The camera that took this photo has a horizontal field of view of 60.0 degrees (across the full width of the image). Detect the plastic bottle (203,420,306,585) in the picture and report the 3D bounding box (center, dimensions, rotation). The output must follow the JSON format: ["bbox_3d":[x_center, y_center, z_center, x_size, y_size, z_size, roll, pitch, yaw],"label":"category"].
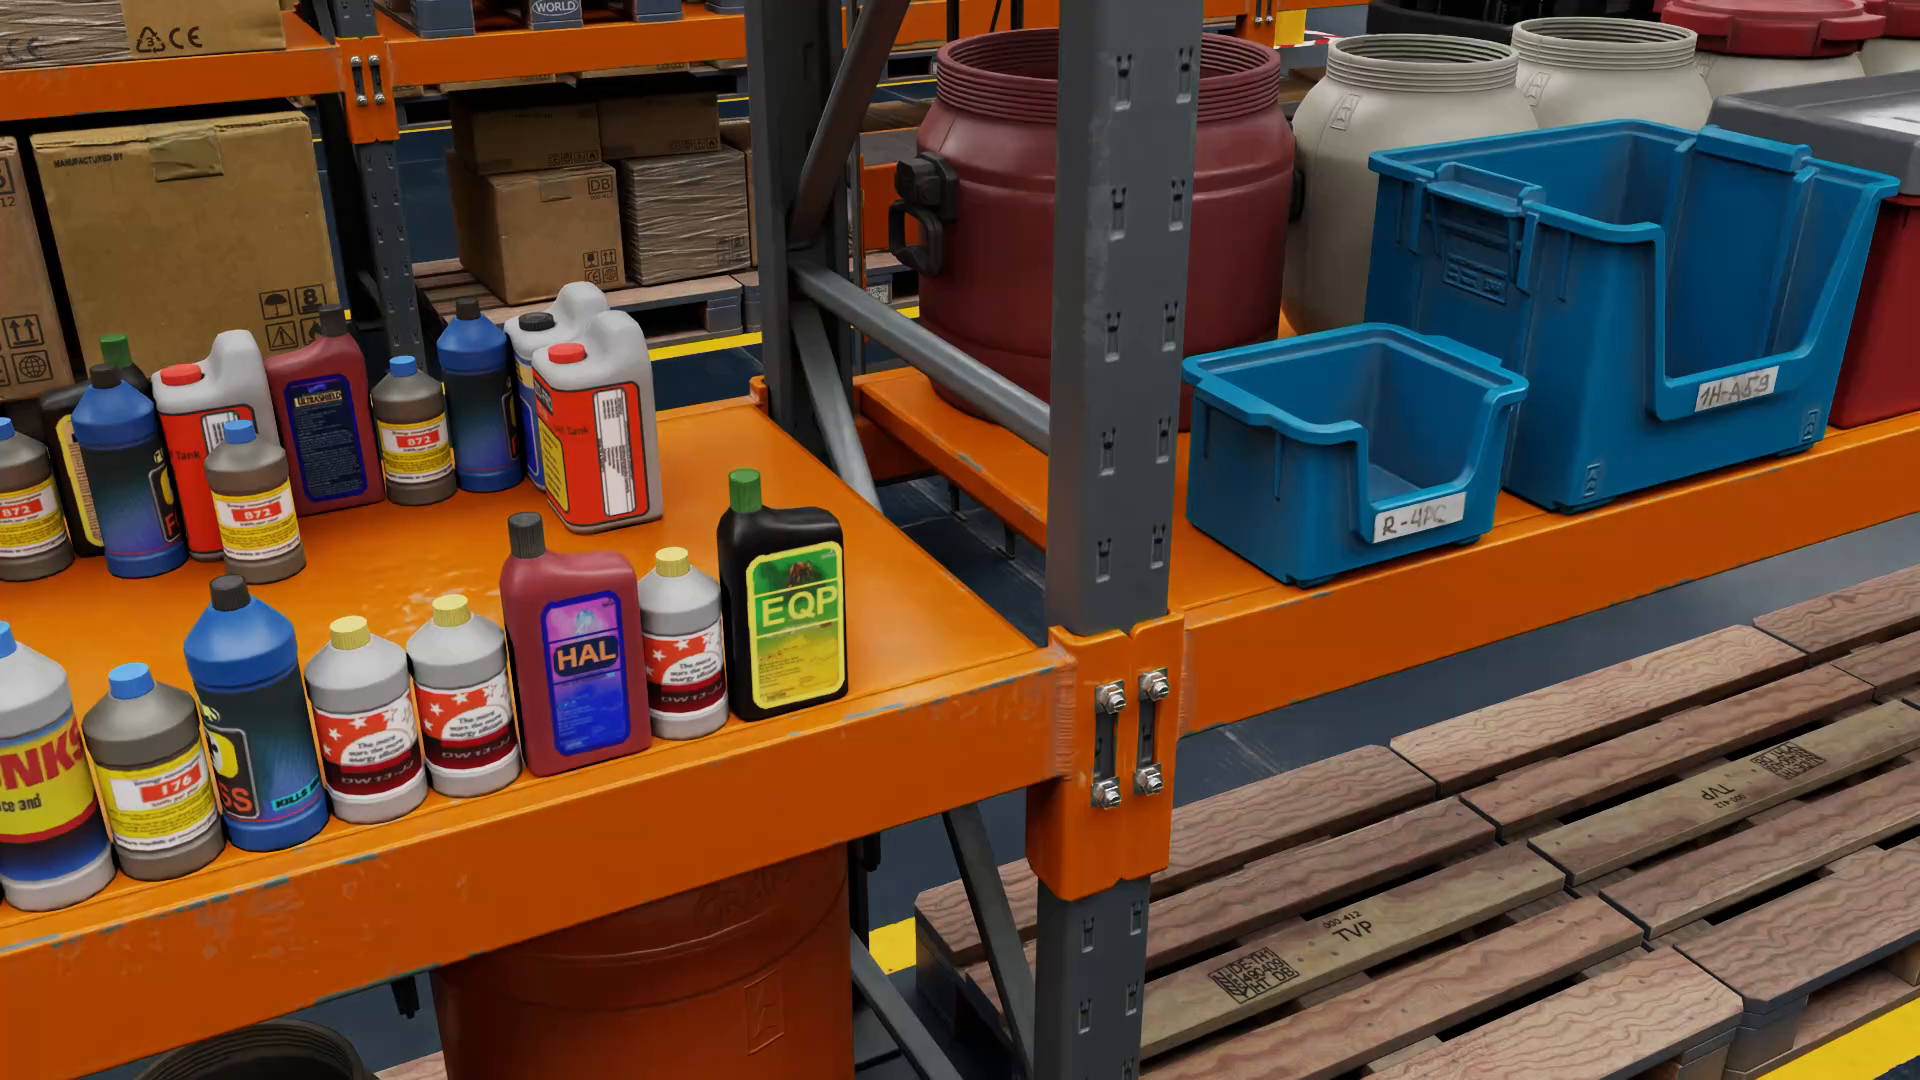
[{"bbox_3d":[-0.904,-0.054,2.126,0.097,0.201,0.097,0,26,0],"label":"plastic bottle"}]

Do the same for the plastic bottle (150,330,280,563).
[{"bbox_3d":[-0.979,-0.131,2.201,0.135,0.276,0.152,-13,29,-25],"label":"plastic bottle"}]

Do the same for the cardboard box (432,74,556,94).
[{"bbox_3d":[-3.263,-3.497,11.181,0.750,0.750,1.050,-13,28,-24],"label":"cardboard box"}]

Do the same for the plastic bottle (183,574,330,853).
[{"bbox_3d":[-0.679,0.160,1.599,0.097,0.271,0.097,0,26,0],"label":"plastic bottle"}]

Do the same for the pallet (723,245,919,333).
[{"bbox_3d":[-0.602,-1.286,7.684,1.213,0.211,1.003,-13,29,-25],"label":"pallet"}]

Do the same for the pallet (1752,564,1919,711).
[{"bbox_3d":[2.818,0.371,4.233,1.213,0.211,1.003,-13,29,-25],"label":"pallet"}]

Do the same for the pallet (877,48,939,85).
[{"bbox_3d":[-0.375,-3.735,12.785,1.213,0.211,1.003,-13,29,-25],"label":"pallet"}]

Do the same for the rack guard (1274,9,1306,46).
[{"bbox_3d":[2.468,-4.560,14.170,0.348,0.500,1.175,-13,29,-25],"label":"rack guard"}]

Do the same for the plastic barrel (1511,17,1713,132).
[{"bbox_3d":[1.142,-0.673,3.058,0.421,0.512,0.421,0,26,0],"label":"plastic barrel"}]

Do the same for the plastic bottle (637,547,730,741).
[{"bbox_3d":[-0.303,0.105,1.794,0.097,0.201,0.097,0,26,0],"label":"plastic bottle"}]

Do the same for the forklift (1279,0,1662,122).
[{"bbox_3d":[2.381,-2.080,6.195,3.031,2.935,1.130,-17,31,-31],"label":"forklift"}]

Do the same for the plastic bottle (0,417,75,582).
[{"bbox_3d":[-1.212,-0.057,2.133,0.097,0.201,0.097,0,26,0],"label":"plastic bottle"}]

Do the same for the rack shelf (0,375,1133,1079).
[{"bbox_3d":[-1.802,0.486,1.604,4.000,0.370,1.077,-13,29,-25],"label":"rack shelf"}]

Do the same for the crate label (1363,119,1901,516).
[{"bbox_3d":[0.967,-0.361,2.495,0.616,0.435,0.502,-13,29,-25],"label":"crate label"}]

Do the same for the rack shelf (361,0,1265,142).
[{"bbox_3d":[-0.603,-2.221,7.241,4.000,0.370,1.077,-13,29,-25],"label":"rack shelf"}]

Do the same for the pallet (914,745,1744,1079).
[{"bbox_3d":[0.665,0.868,3.198,1.213,0.211,1.003,-13,29,-25],"label":"pallet"}]

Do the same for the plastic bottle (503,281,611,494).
[{"bbox_3d":[-0.571,-0.225,2.397,0.135,0.276,0.152,-13,29,-25],"label":"plastic bottle"}]

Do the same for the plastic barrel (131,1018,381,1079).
[{"bbox_3d":[-0.917,0.941,2.213,0.421,0.512,0.421,0,26,0],"label":"plastic barrel"}]

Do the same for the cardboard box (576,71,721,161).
[{"bbox_3d":[-1.327,-1.807,7.061,0.500,0.250,0.500,-10,27,-19],"label":"cardboard box"}]

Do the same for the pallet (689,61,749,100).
[{"bbox_3d":[-1.728,-3.424,12.138,1.213,0.211,1.003,-13,29,-25],"label":"pallet"}]

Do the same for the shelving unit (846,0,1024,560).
[{"bbox_3d":[-0.146,-0.913,4.725,0.503,2.100,0.431,-13,29,-25],"label":"shelving unit"}]

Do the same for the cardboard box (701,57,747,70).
[{"bbox_3d":[-1.588,-3.881,11.983,0.750,0.750,1.050,-13,29,-25],"label":"cardboard box"}]

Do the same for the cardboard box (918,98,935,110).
[{"bbox_3d":[0.180,-1.817,7.948,0.500,0.500,0.700,-13,29,-25],"label":"cardboard box"}]

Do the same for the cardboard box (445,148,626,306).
[{"bbox_3d":[-1.786,-1.353,6.982,0.500,0.500,0.700,-15,29,-28],"label":"cardboard box"}]

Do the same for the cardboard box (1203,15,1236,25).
[{"bbox_3d":[1.879,-4.750,13.647,0.875,0.875,0.875,-13,28,-25],"label":"cardboard box"}]

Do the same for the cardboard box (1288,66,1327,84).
[{"bbox_3d":[2.036,-2.200,8.770,0.500,0.500,0.500,-4,26,-9],"label":"cardboard box"}]

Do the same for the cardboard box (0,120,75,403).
[{"bbox_3d":[-3.776,-1.058,5.957,0.875,0.875,1.225,-13,29,-25],"label":"cardboard box"}]

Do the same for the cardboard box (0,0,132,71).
[{"bbox_3d":[-3.129,-1.888,5.602,0.500,0.500,0.500,-13,29,-26],"label":"cardboard box"}]

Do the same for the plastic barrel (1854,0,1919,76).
[{"bbox_3d":[1.898,-0.861,3.422,0.433,0.535,0.433,0,26,0],"label":"plastic barrel"}]

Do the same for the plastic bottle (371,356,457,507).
[{"bbox_3d":[-0.772,-0.159,2.345,0.097,0.201,0.097,0,26,0],"label":"plastic bottle"}]

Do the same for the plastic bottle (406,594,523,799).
[{"bbox_3d":[-0.507,0.152,1.696,0.097,0.201,0.097,0,26,0],"label":"plastic bottle"}]

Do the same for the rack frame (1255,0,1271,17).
[{"bbox_3d":[1.162,-2.952,7.933,0.127,3.000,1.000,-13,29,-25],"label":"rack frame"}]

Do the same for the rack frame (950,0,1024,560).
[{"bbox_3d":[0.069,-0.963,4.829,0.015,2.100,0.400,-13,29,-25],"label":"rack frame"}]

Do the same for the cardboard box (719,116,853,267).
[{"bbox_3d":[-0.805,-1.589,7.474,0.500,0.500,0.700,-11,28,-21],"label":"cardboard box"}]

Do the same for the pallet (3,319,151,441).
[{"bbox_3d":[-3.099,-0.749,6.566,1.213,0.211,1.003,-13,29,-25],"label":"pallet"}]

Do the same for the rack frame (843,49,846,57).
[{"bbox_3d":[-1.083,-4.867,11.922,0.127,3.000,1.000,-13,29,-25],"label":"rack frame"}]

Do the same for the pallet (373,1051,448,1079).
[{"bbox_3d":[-0.713,1.188,2.533,1.213,0.211,1.003,-13,29,-25],"label":"pallet"}]

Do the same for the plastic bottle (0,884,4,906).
[{"bbox_3d":[-0.936,0.252,1.490,0.097,0.201,0.097,0,26,0],"label":"plastic bottle"}]

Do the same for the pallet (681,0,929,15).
[{"bbox_3d":[-0.640,-2.470,7.150,1.213,0.211,1.003,-13,29,-25],"label":"pallet"}]

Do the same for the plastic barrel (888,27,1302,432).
[{"bbox_3d":[0.230,-0.518,2.705,0.708,0.536,0.600,-13,29,-25],"label":"plastic barrel"}]

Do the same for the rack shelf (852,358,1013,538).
[{"bbox_3d":[-0.146,-0.270,5.034,0.480,0.518,0.431,-13,29,-25],"label":"rack shelf"}]
